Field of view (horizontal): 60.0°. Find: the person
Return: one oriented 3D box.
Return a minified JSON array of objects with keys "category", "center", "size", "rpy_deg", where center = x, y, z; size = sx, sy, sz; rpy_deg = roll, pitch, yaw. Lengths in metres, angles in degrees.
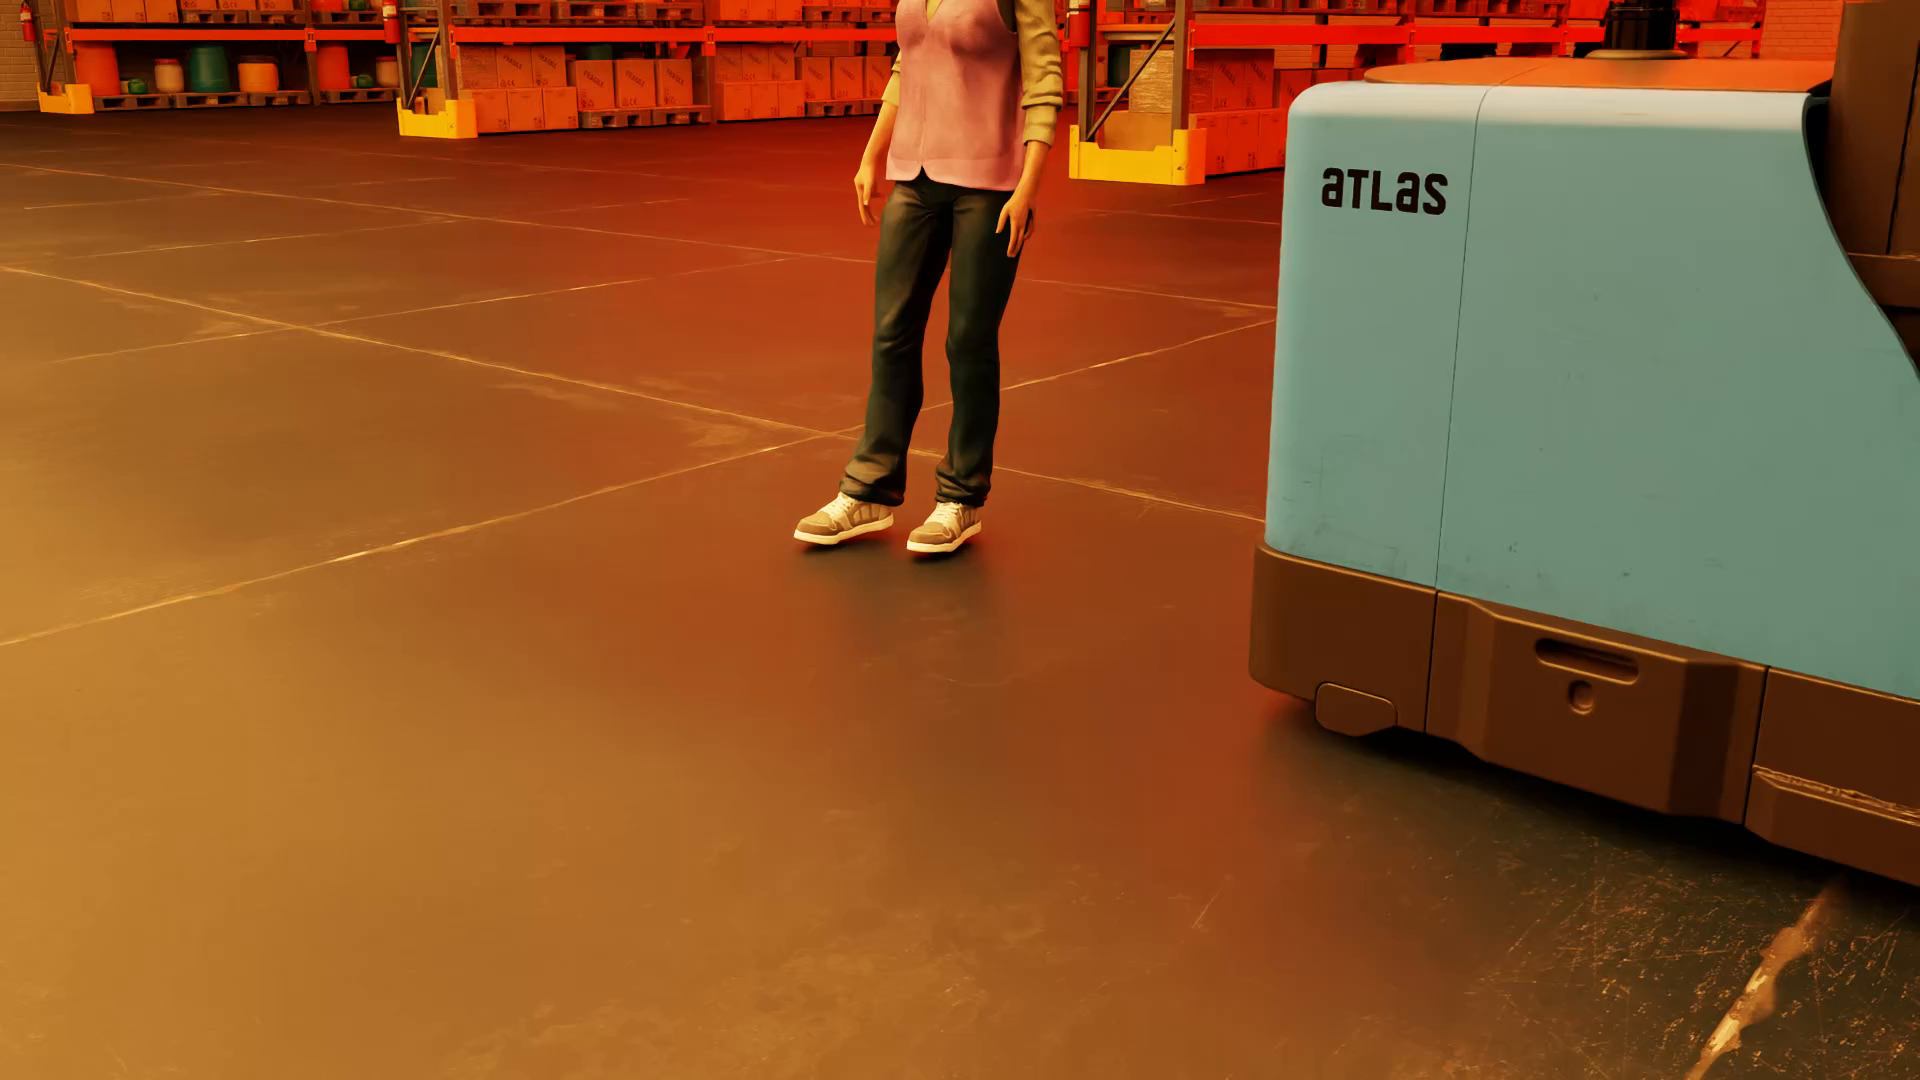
[{"category":"person","center":[-0.058,-0.758,3.662],"size":[0.519,1.598,0.475],"rpy_deg":[13,21,37]}]

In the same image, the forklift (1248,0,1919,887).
[{"category":"forklift","center":[1.940,-0.915,1.910],"size":[3.031,2.935,1.130],"rpy_deg":[15,22,40]}]
